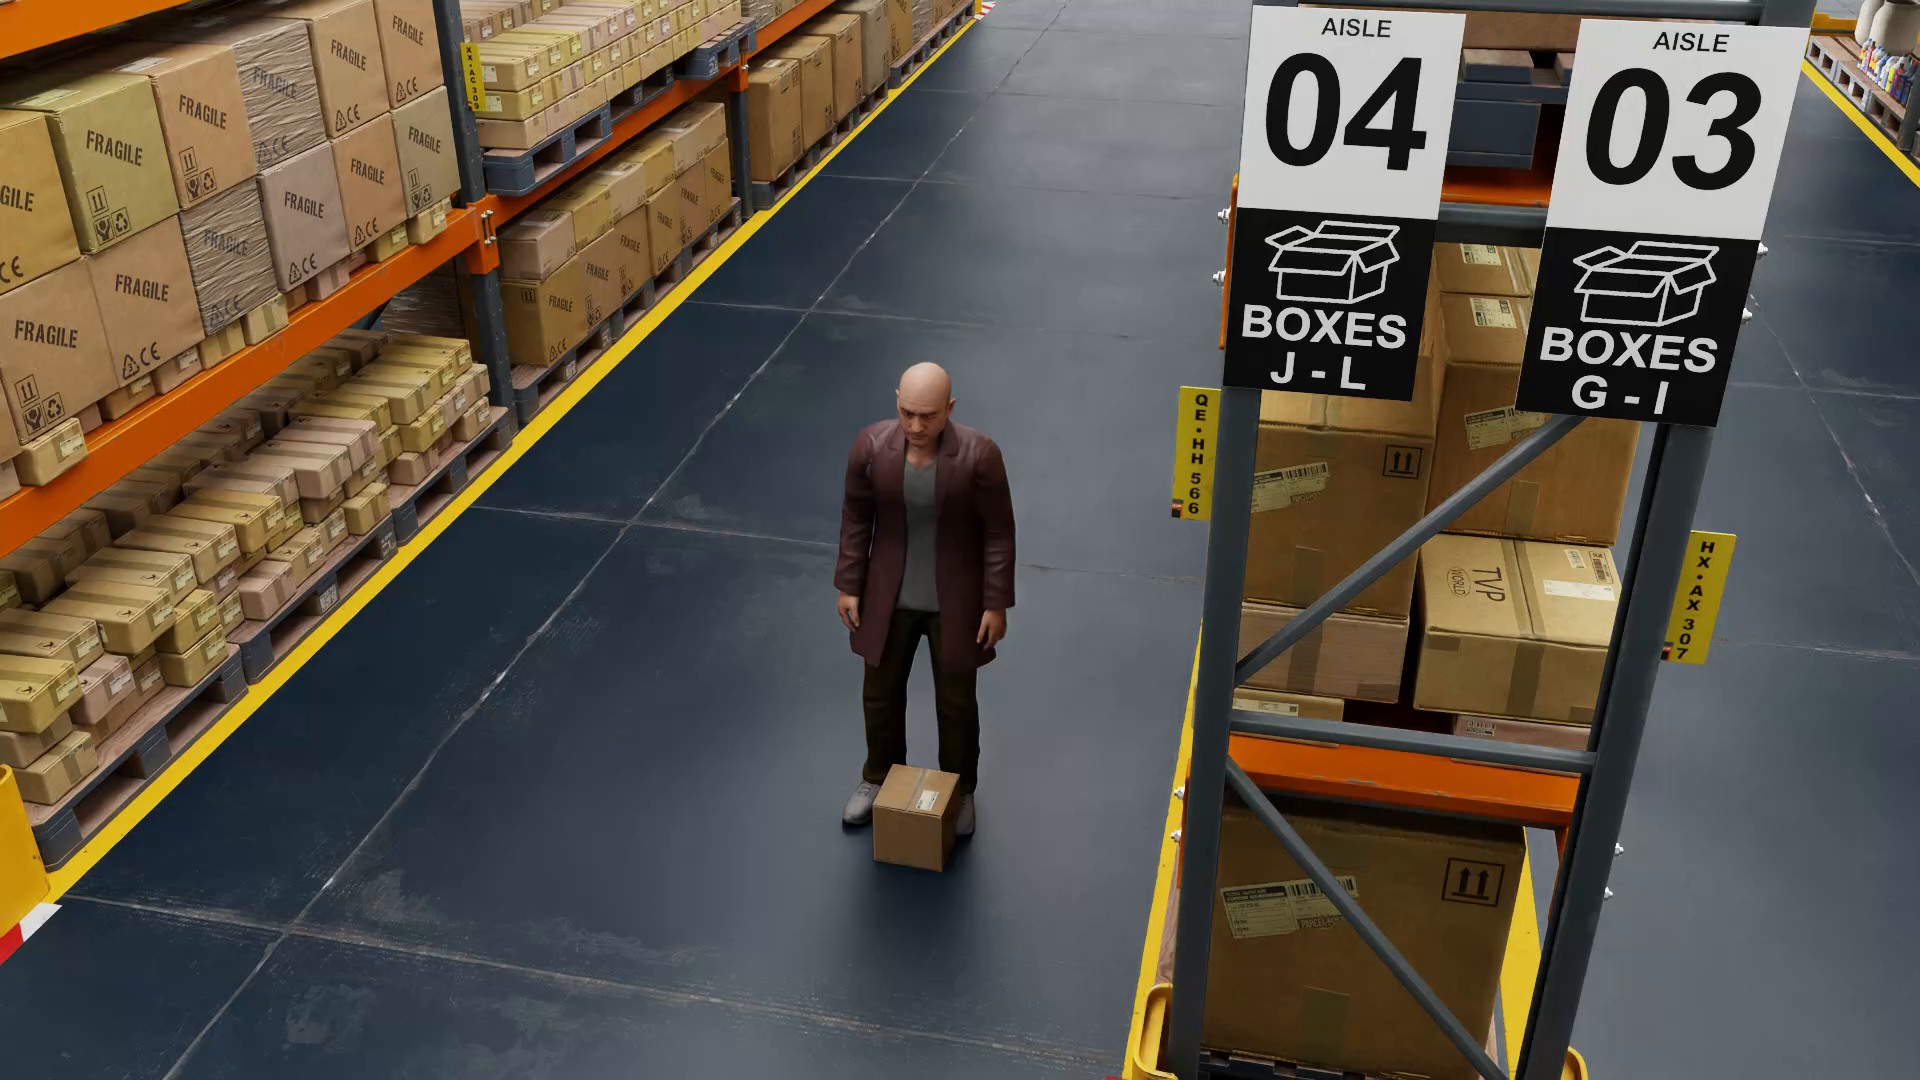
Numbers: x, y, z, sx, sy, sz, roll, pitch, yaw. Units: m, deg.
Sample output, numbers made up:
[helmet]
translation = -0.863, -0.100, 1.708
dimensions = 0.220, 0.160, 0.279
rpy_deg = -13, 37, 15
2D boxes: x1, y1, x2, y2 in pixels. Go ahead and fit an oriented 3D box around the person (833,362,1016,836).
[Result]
[person]
translation = -0.123, 0.201, 5.767
dimensions = 0.644, 1.774, 0.428
rpy_deg = 6, 29, 11
